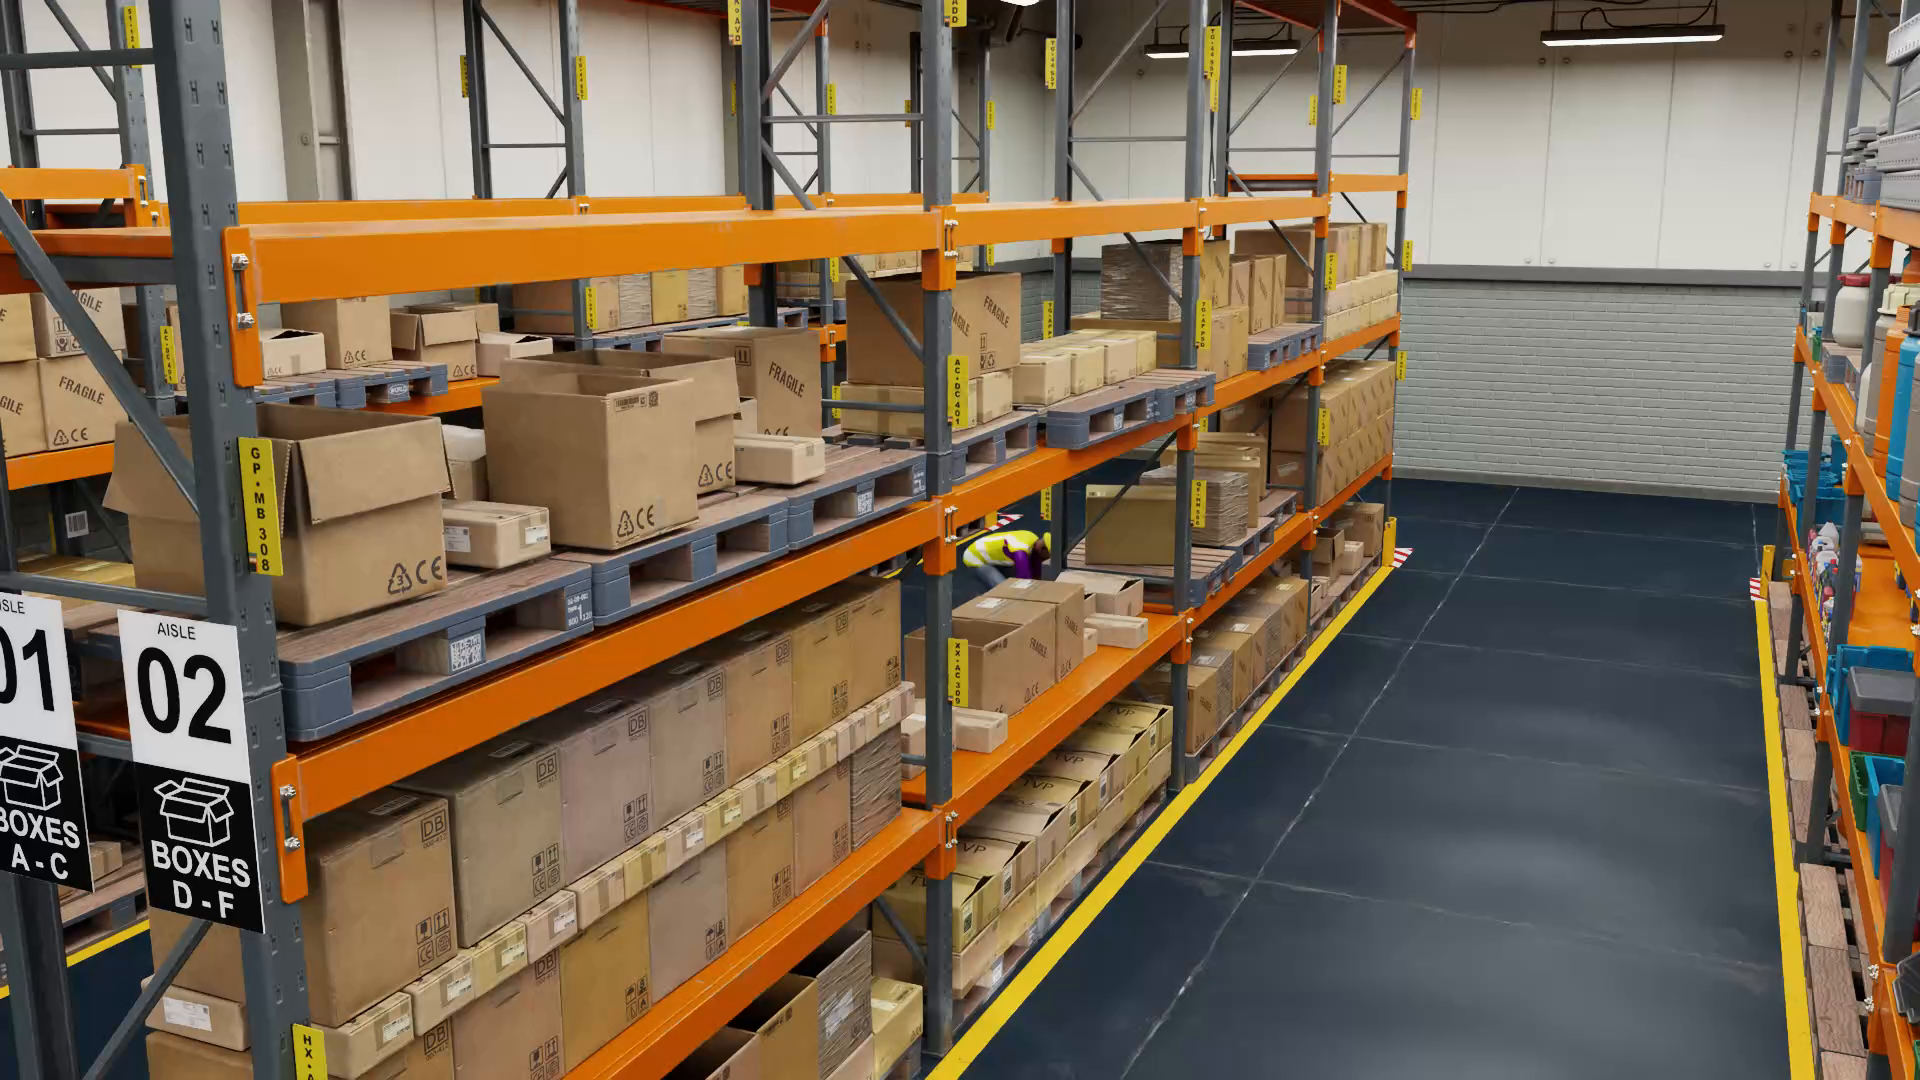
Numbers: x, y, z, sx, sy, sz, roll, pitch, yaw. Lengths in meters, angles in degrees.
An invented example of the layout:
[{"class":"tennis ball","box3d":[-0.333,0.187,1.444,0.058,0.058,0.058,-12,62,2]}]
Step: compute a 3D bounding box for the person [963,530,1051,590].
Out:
[{"class":"person","box3d":[0.518,0.403,15.753,0.965,1.042,0.522,5,13,21]}]
